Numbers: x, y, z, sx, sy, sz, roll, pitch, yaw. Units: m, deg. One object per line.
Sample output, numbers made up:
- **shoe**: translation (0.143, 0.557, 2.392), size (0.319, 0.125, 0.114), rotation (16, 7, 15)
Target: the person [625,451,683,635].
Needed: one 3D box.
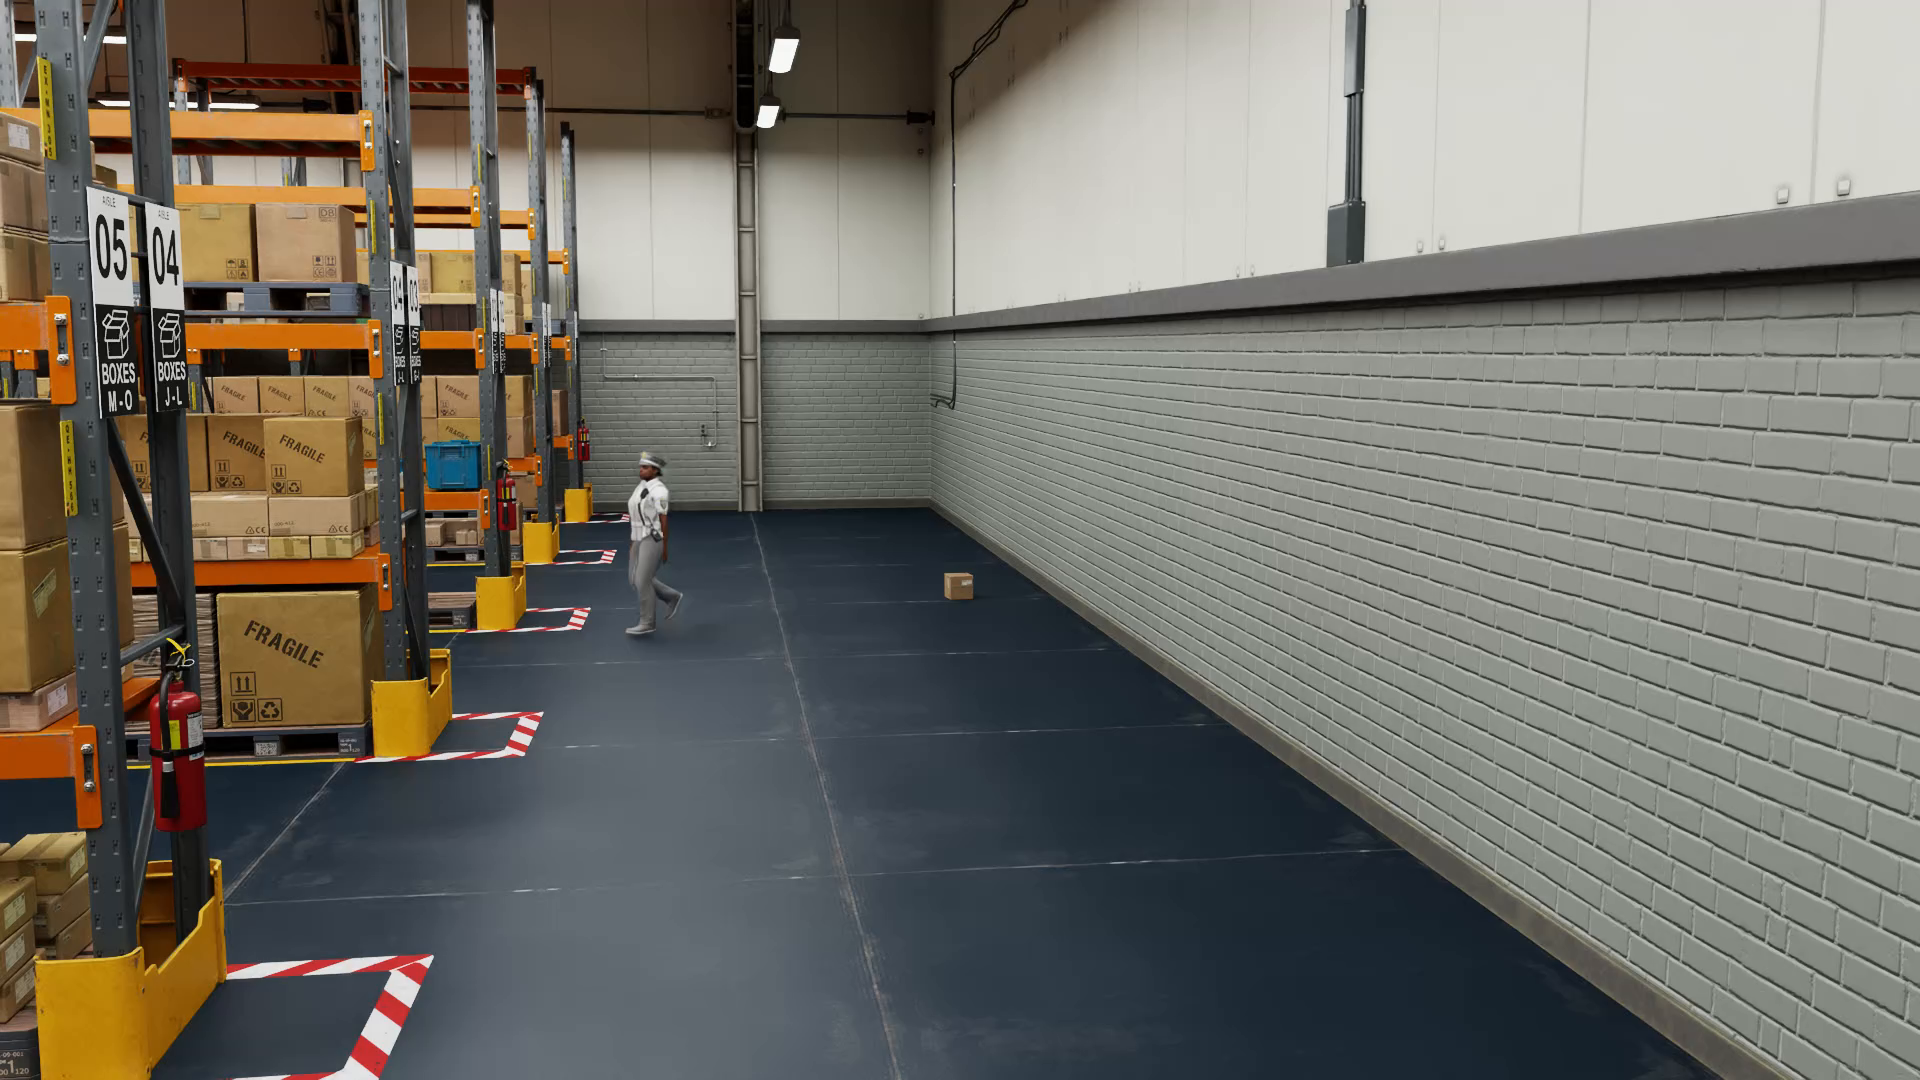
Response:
- **person**: translation (-2.833, 0.012, 15.422), size (0.663, 1.680, 0.432), rotation (-5, 8, -35)
